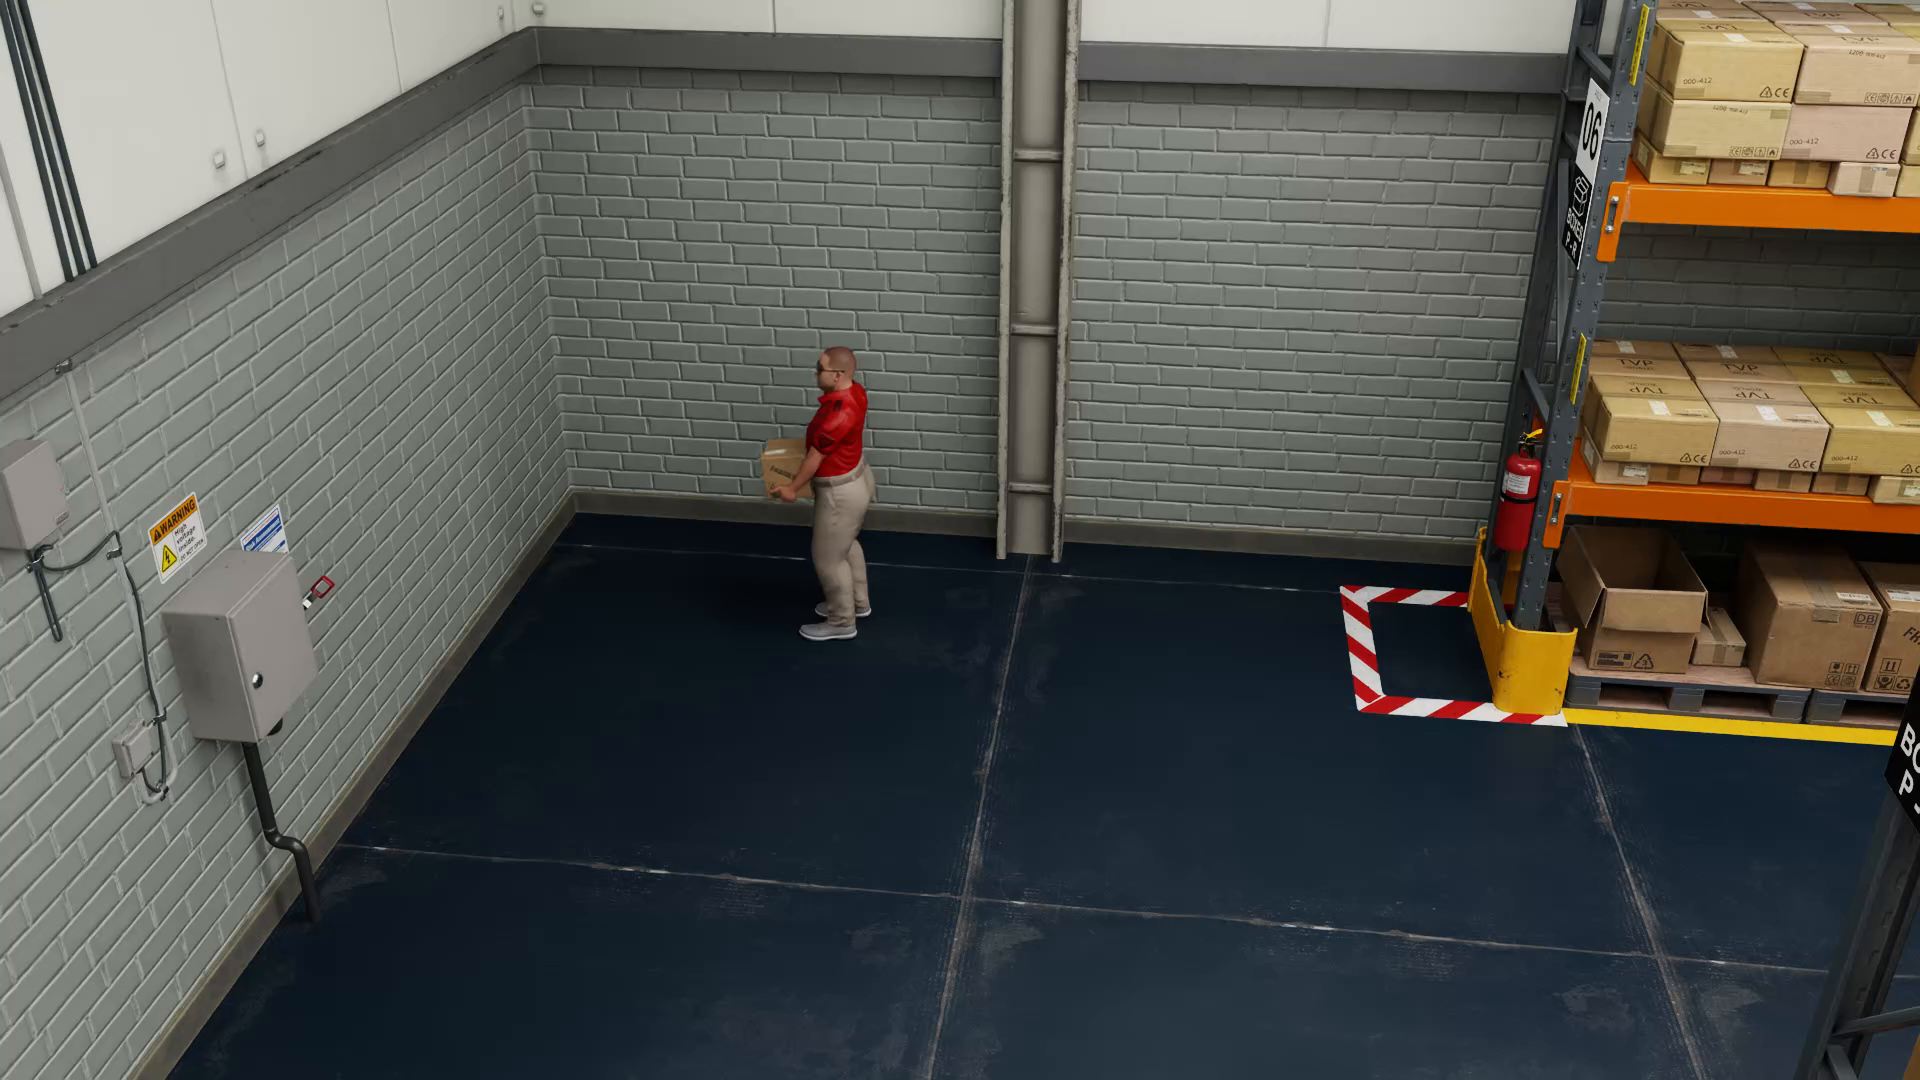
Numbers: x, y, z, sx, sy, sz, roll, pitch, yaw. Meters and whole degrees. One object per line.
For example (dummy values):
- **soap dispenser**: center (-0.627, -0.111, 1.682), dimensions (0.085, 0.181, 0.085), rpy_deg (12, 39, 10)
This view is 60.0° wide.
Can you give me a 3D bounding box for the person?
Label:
- **person**: center (-0.751, -0.257, 9.131), dimensions (0.543, 1.725, 0.490), rpy_deg (3, 28, 6)
